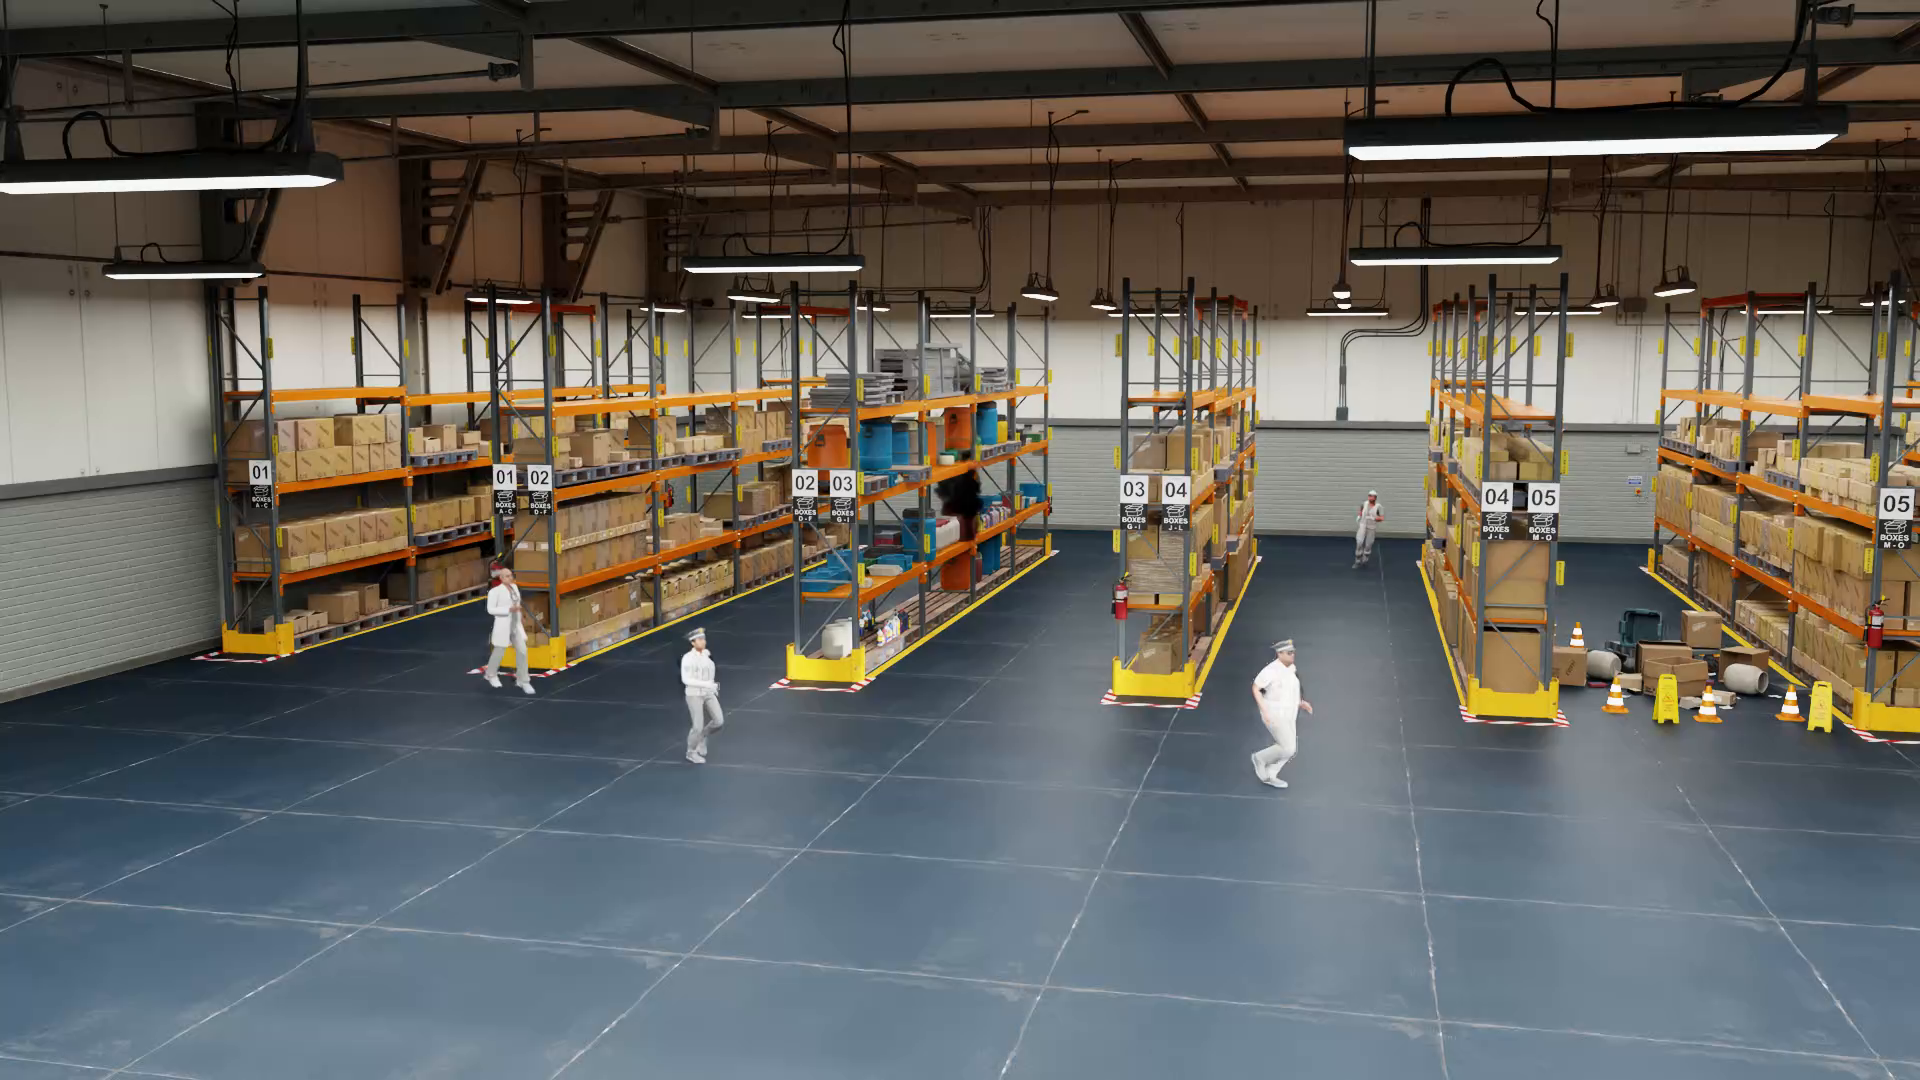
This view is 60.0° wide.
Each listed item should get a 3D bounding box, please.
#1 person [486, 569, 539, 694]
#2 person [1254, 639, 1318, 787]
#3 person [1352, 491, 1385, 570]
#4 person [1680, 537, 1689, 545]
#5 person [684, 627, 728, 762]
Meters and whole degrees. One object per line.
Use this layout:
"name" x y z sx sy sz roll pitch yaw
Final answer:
"person" -6.572 1.313 24.240 1.014 1.804 0.712 5 8 39
"person" 3.724 1.973 18.896 0.673 1.728 0.648 6 9 42
"person" 9.376 -0.231 37.984 0.665 1.817 0.842 3 7 25
"person" 16.791 -0.225 38.316 0.694 1.711 0.807 -5 8 -35
"person" -3.060 1.865 20.048 0.625 1.661 0.589 5 8 39
